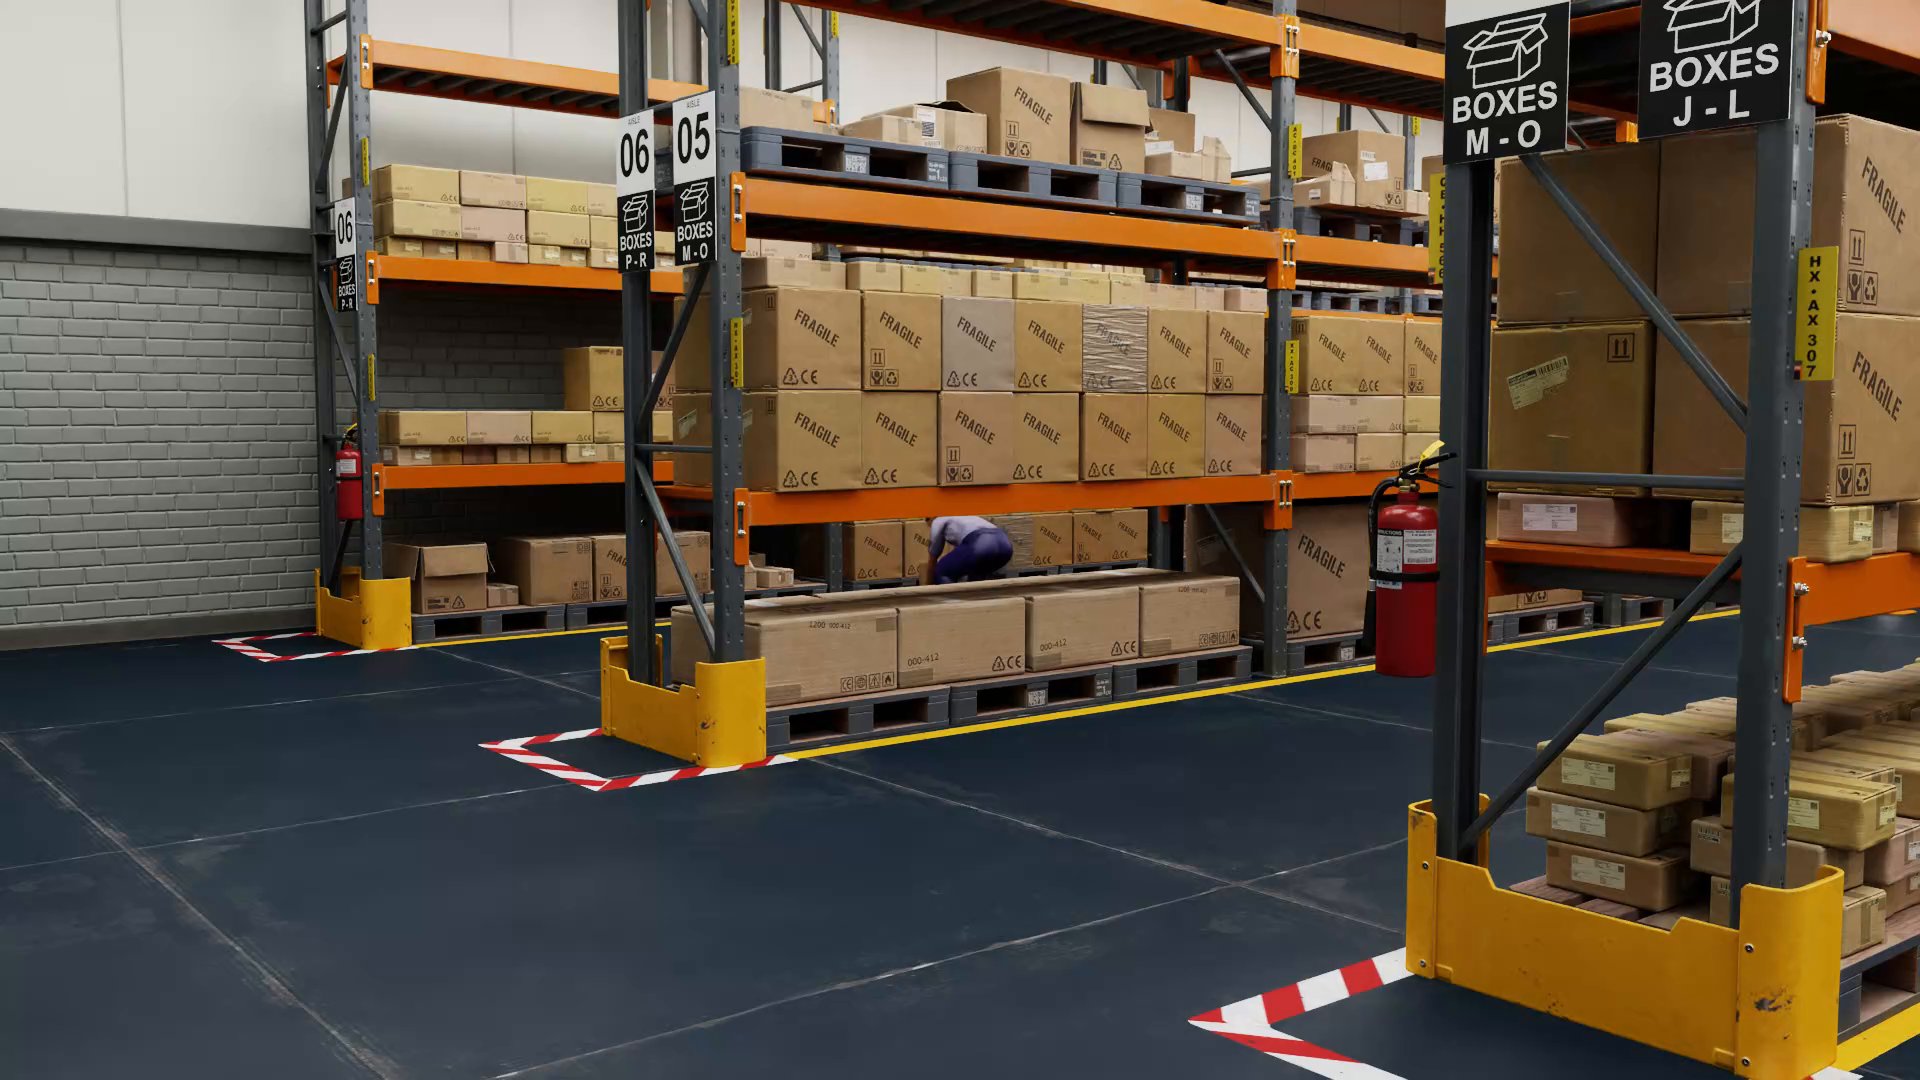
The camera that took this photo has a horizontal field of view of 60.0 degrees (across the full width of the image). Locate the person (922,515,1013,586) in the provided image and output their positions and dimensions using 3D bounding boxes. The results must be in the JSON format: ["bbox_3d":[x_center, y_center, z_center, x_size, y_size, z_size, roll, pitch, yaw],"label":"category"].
[{"bbox_3d":[0.026,0.189,13.519,0.515,0.944,0.874,-4,6,-41],"label":"person"}]
